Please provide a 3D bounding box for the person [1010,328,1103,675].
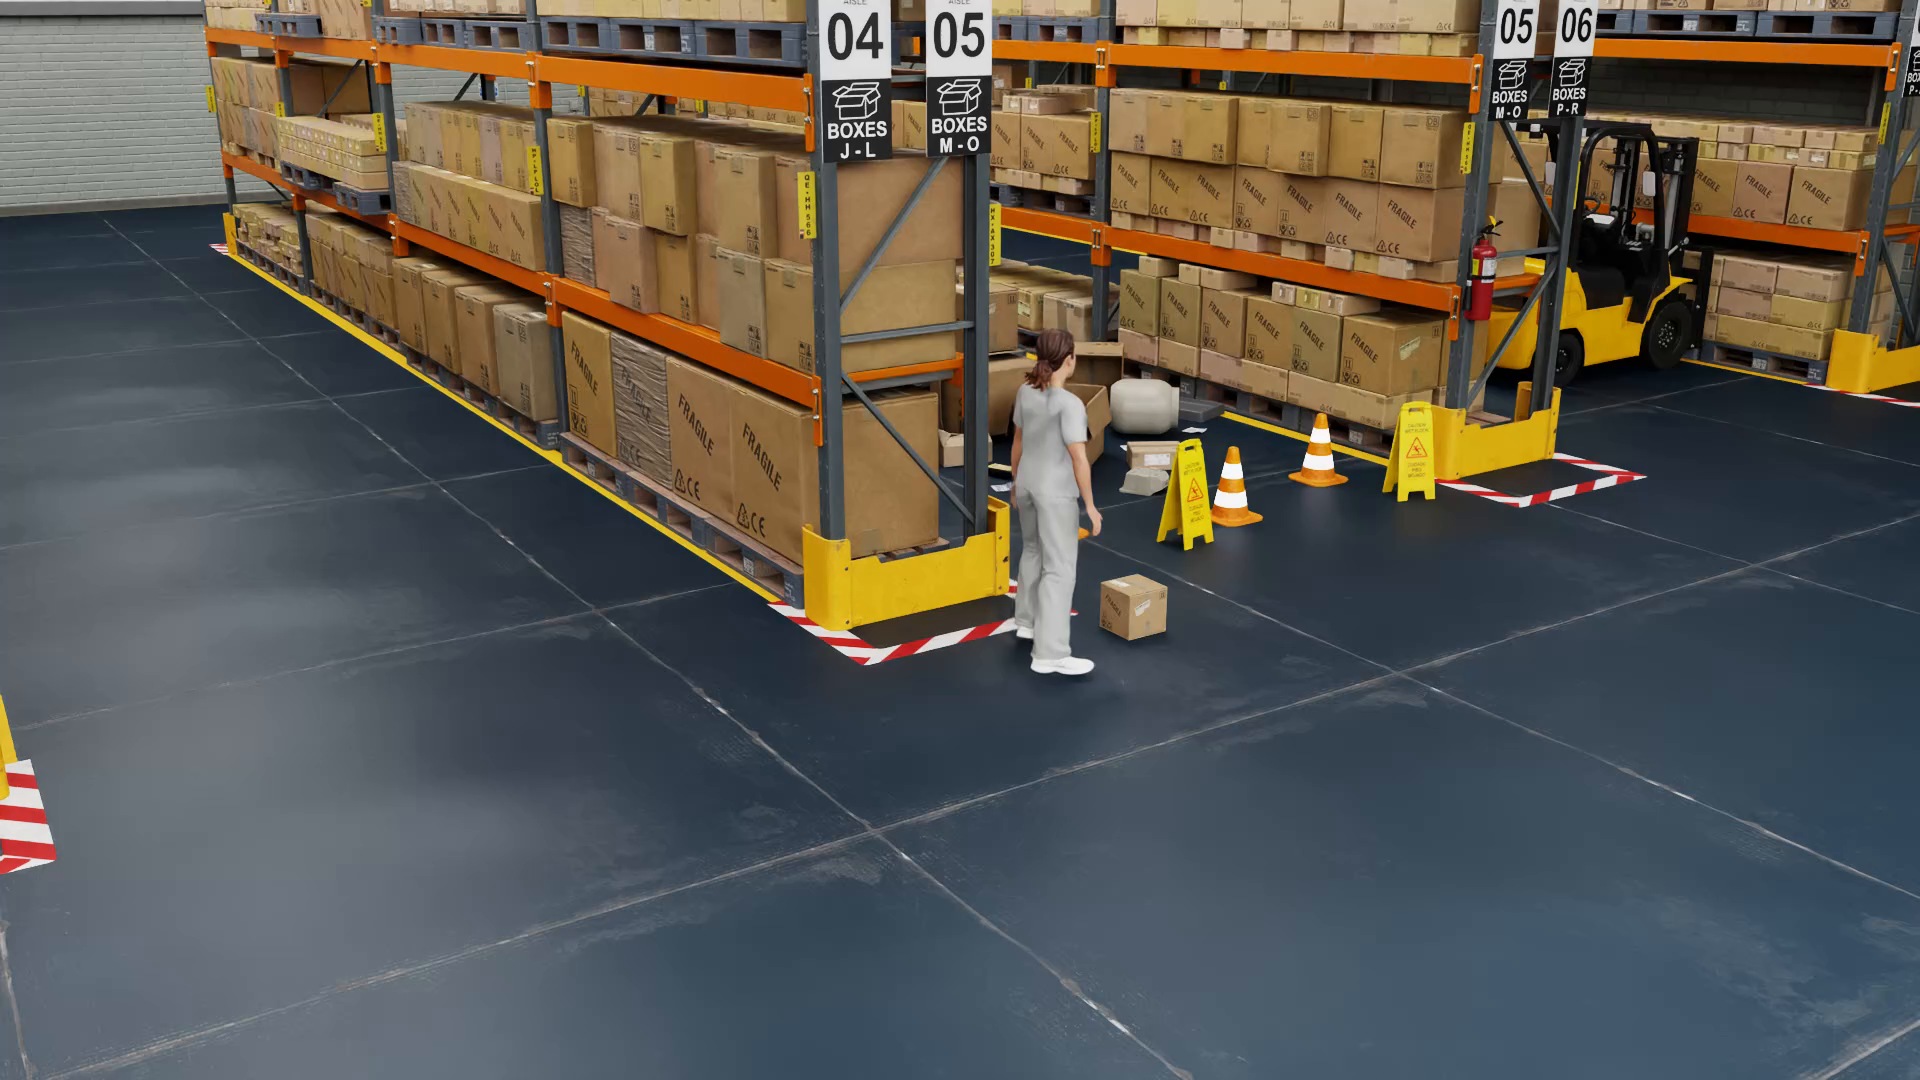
[{"bbox_3d":[0.444,-0.202,8.159,0.471,1.694,0.680,-14,23,-35],"label":"person"}]
